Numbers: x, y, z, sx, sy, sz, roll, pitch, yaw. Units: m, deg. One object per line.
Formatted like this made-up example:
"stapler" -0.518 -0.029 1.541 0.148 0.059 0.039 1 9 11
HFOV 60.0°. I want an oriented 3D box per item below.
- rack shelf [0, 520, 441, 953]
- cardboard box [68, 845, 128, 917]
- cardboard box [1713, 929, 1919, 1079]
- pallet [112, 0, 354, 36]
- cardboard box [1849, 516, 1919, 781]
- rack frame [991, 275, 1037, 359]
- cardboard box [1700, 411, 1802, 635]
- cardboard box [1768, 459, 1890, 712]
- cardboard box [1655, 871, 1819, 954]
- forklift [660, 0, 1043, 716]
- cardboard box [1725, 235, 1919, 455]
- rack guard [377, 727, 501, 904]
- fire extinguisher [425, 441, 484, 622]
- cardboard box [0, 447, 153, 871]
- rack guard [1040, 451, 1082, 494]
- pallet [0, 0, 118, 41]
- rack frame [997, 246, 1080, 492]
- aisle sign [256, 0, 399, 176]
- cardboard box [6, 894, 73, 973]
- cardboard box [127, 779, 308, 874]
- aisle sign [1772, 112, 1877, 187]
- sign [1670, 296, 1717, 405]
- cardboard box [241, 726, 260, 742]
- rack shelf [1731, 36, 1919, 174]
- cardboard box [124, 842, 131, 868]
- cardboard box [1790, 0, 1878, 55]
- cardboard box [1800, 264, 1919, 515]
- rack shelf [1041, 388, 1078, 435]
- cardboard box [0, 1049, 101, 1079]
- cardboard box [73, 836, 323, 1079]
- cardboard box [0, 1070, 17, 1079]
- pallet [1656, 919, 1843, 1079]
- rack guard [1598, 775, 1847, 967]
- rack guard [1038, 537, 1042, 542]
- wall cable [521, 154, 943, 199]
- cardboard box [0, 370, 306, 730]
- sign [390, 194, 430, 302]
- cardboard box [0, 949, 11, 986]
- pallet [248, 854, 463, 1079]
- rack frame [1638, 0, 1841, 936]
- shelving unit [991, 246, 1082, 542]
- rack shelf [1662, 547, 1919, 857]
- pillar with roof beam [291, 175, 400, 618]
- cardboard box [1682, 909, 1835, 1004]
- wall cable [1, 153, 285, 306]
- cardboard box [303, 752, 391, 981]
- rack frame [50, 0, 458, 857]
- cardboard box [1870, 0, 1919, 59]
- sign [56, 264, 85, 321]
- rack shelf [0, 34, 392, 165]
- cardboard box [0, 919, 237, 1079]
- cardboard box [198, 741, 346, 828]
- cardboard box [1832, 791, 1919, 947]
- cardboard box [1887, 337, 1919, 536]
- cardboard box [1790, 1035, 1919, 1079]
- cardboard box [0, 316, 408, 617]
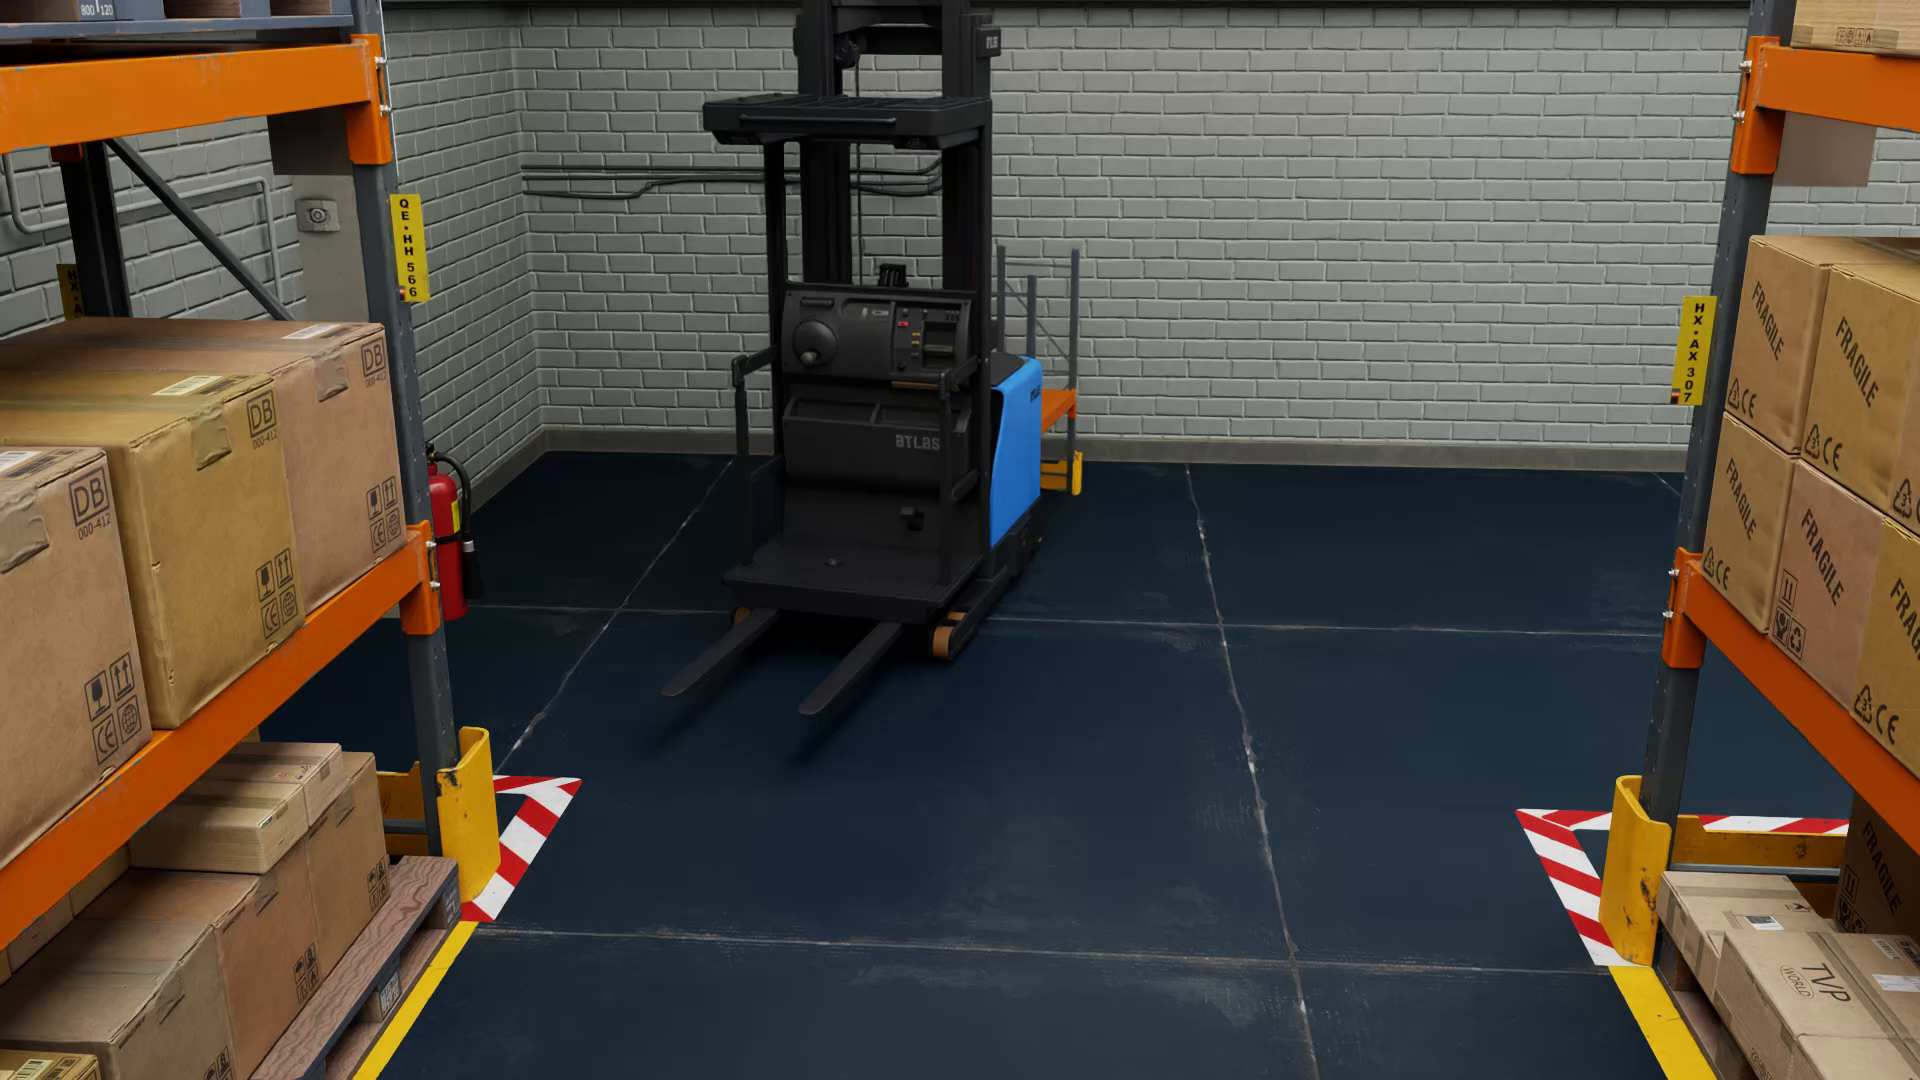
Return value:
"rack shelf" -2.369 0.717 3.572 1.077 0.370 4.000 1 18 4
"cardboard box" -2.421 0.846 4.323 0.380 0.149 0.250 1 18 4
"cardboard box" 2.358 1.279 4.411 0.500 0.250 0.500 1 18 4
"pallet" -2.269 -1.398 4.198 1.003 0.211 1.213 1 18 4
"cardboard box" 2.350 0.264 3.638 0.500 0.500 0.500 1 18 4
"rack frame" 0.170 -0.732 9.248 0.500 1.500 0.032 5 19 16
"cardboard box" 2.420 -0.052 4.603 0.500 0.500 0.500 2 18 5
"cardboard box" 2.389 0.109 4.114 0.500 0.500 0.500 1 18 3
"cardboard box" 2.342 1.132 5.023 0.380 0.149 0.250 1 18 4
"forklift" -0.461 -0.969 7.673 1.130 2.935 3.031 5 19 16
"cardboard box" 2.420 -0.527 4.447 0.500 0.500 0.500 2 18 6
"rack guard" -2.224 0.935 5.767 1.175 0.500 0.348 1 18 4
"fire extinguisher" -1.755 -0.068 5.537 0.296 0.674 0.183 1 18 4
"cardboard box" -2.357 0.233 3.412 0.980 0.700 0.700 0 18 1
"rack guard" 0.467 -0.440 10.365 0.587 0.250 0.087 5 19 16
"pallet" -2.353 -1.018 3.039 1.003 0.211 1.213 1 18 4
"rack frame" 0.468 -1.034 10.171 0.500 1.500 0.032 5 19 16
"aisle sign" -1.922 -1.497 4.998 0.394 0.787 0.004 1 18 4
"cardboard box" -2.438 0.925 4.081 0.380 0.149 0.250 2 18 5
"cardboard box" -2.021 0.777 4.531 0.380 0.149 0.250 2 18 5
"aisle sign" 2.427 -1.399 4.701 0.394 0.787 0.004 1 18 4
"sign" 2.174 -0.560 4.923 0.100 0.325 0.005 1 18 4
"cardboard box" -2.367 0.611 5.040 0.380 0.149 0.250 1 18 4
"rack shelf" 2.572 -0.599 2.771 1.077 0.370 4.000 1 18 4
"cardboard box" -2.402 0.768 4.560 0.380 0.149 0.250 1 18 4
"cardboard box" 2.425 -1.336 4.108 0.500 0.250 0.500 1 18 4
"cardboard box" 2.391 -0.364 3.951 0.500 0.500 0.500 1 18 4
"rack shelf" 0.319 -0.712 9.766 0.538 0.185 1.000 5 19 16
"cardboard box" -2.278 1.440 3.552 0.700 0.500 0.500 2 18 5
"cardboard box" -2.212 1.118 4.535 0.700 0.500 0.500 1 18 4
"cardboard box" -2.113 1.182 3.296 0.380 0.149 0.250 1 18 2
"pallet" 2.654 1.460 4.628 1.003 0.211 1.213 1 18 4
"rack guard" 2.710 1.075 5.339 1.175 0.500 0.348 1 18 4
"rack guard" 0.176 -0.144 9.460 0.587 0.250 0.087 5 19 16
"wall cable" -1.464 -3.370 10.241 3.097 2.526 0.112 1 18 4
"cardboard box" -2.294 -0.003 4.134 0.980 0.700 0.700 1 18 3
"sign" -1.686 -0.892 5.088 0.100 0.325 0.005 1 18 4
"cardboard box" -2.456 1.005 3.838 0.380 0.149 0.250 1 18 4
"pallet" -2.205 1.330 5.026 1.003 0.211 1.213 1 18 4
"rack frame" 2.715 -0.136 5.021 1.000 3.000 0.127 1 18 4
"shelving unit" 0.321 -0.886 9.718 0.587 1.500 1.083 5 19 16
"rack shelf" 2.572 0.827 3.238 1.077 0.370 4.000 1 18 4
"pillar with roof beam" 1.399 -3.858 6.746 9.100 9.000 0.400 1 18 4
"cardboard box" 2.325 1.201 4.784 0.380 0.166 0.250 1 18 4
"wall cable" -3.078 -1.147 6.475 0.084 1.984 1.851 1 18 4
"cardboard box" -2.176 0.962 5.009 0.700 0.500 0.500 1 18 4
"rack frame" -2.226 -0.246 5.355 1.000 3.000 0.127 1 18 4
"cardboard box" 2.376 -1.181 3.635 0.500 0.250 0.500 1 18 4
"sign" -2.779 -0.709 5.252 0.100 0.325 0.005 1 18 4
"rack shelf" -2.369 -0.708 3.105 1.077 0.370 4.000 1 18 4
"cardboard box" -2.248 1.274 4.058 0.700 0.500 0.500 1 18 2
"cardboard box" -2.004 0.698 4.774 0.380 0.149 0.250 1 18 3
"cardboard box" 2.922 1.017 4.810 0.500 0.500 0.500 1 18 4
"cardboard box" 2.350 -0.209 3.478 0.500 0.500 0.500 2 18 5
"cardboard box" 2.322 1.435 3.937 0.500 0.250 0.500 1 18 4
"cardboard box" -2.252 -0.230 4.825 0.980 0.700 0.700 2 18 6
